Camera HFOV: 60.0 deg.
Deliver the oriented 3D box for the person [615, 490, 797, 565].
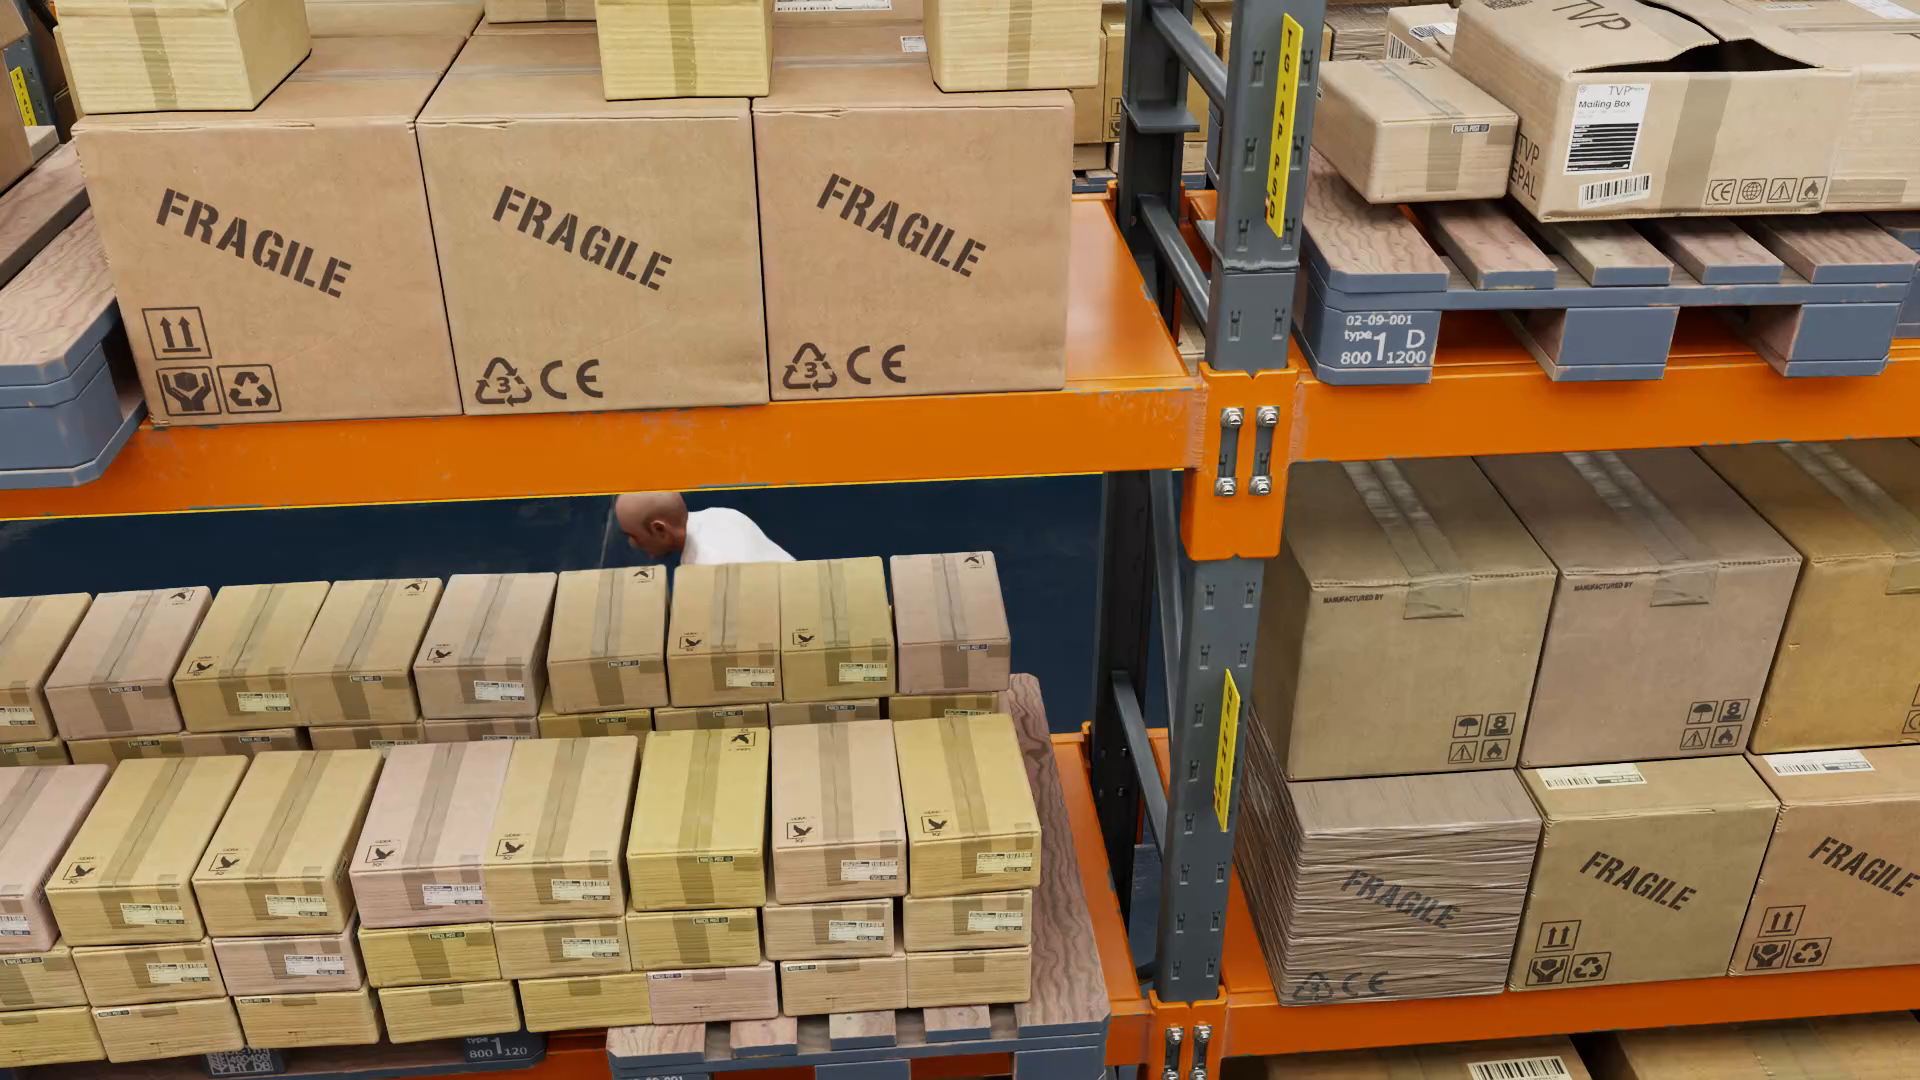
[{"bbox_3d":[-0.703,0.538,5.549,0.717,1.469,0.549,-3,31,-6],"label":"person"}]
